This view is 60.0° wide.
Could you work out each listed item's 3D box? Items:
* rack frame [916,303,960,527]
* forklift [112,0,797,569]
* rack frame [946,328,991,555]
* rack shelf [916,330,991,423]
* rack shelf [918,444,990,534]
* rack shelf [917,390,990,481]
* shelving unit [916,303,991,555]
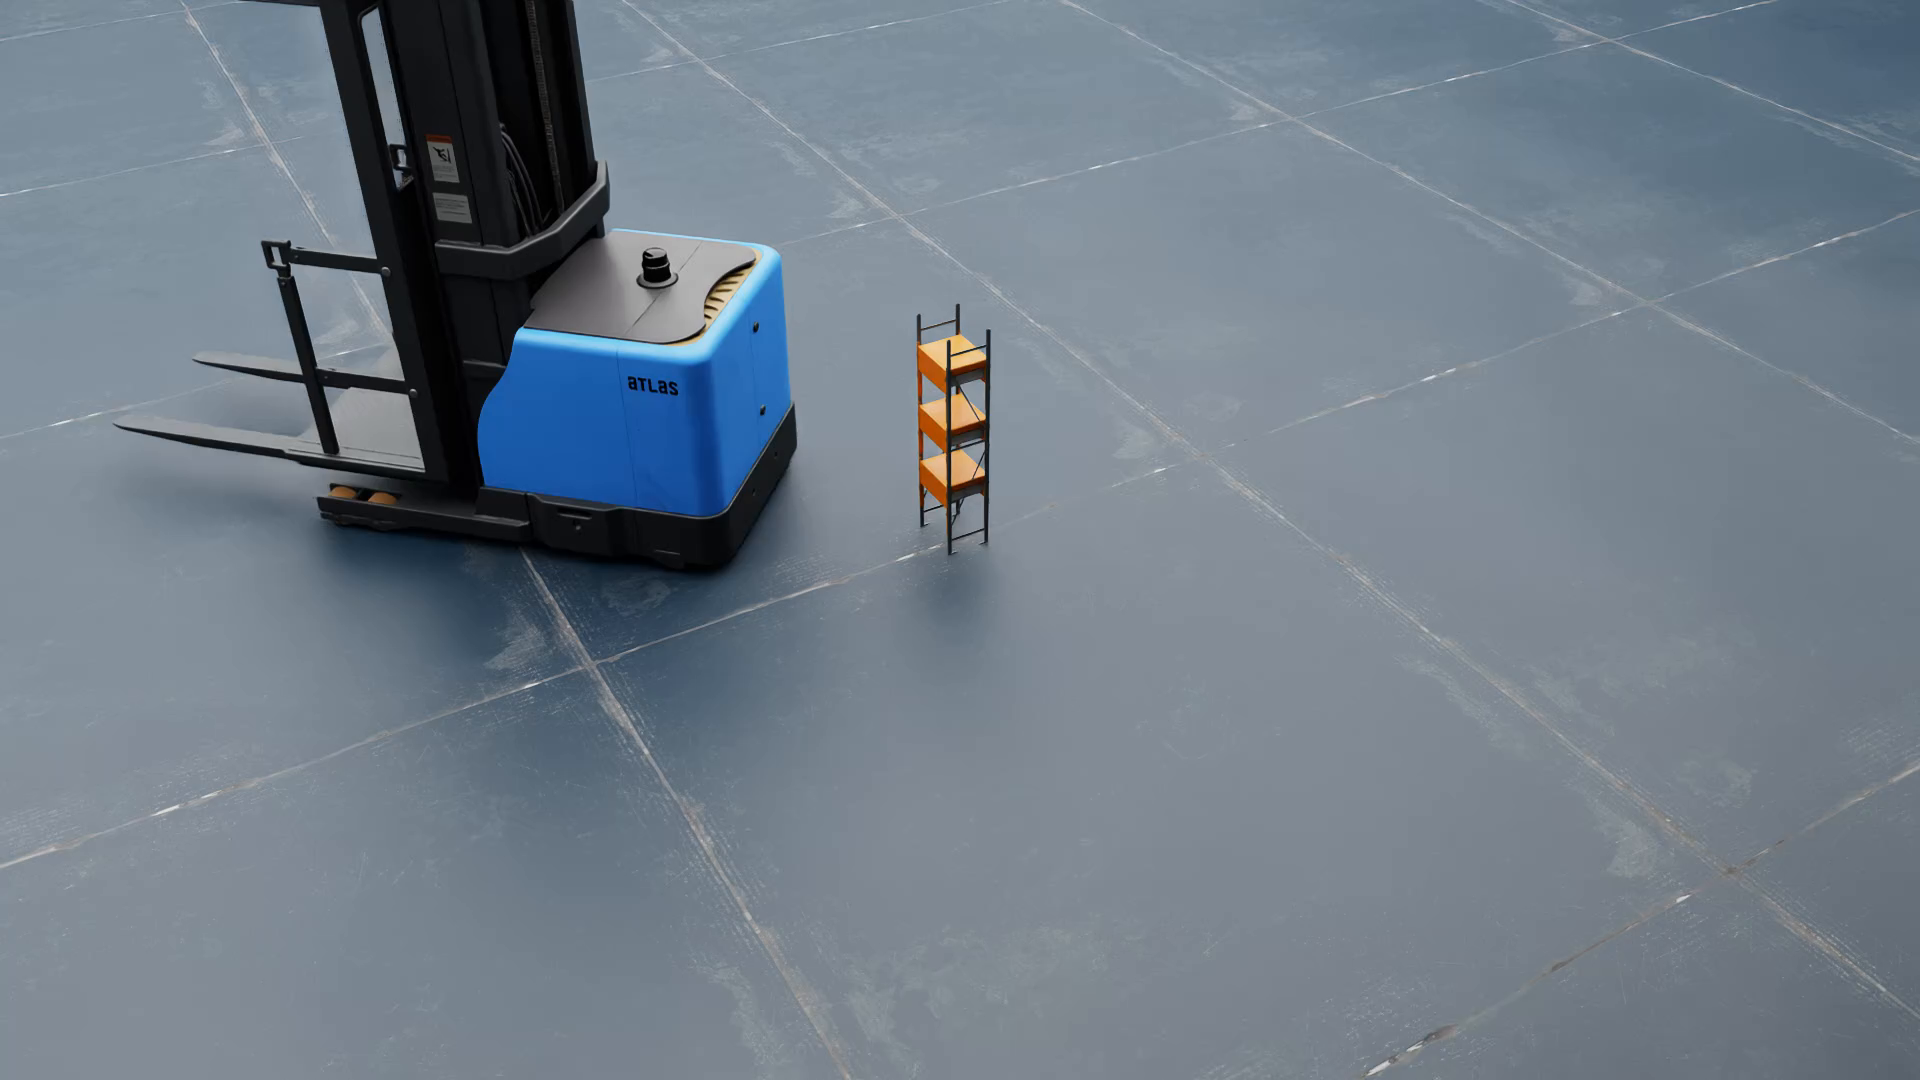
[{"bbox_3d":[-0.088,-0.513,7.063,0.200,1.050,0.008,-19,40,-24],"label":"rack frame"},{"bbox_3d":[-2.330,-1.517,6.842,3.031,2.935,1.130,8,37,11],"label":"forklift"},{"bbox_3d":[0.034,-0.389,6.893,0.200,1.050,0.008,-19,40,-24],"label":"rack frame"},{"bbox_3d":[-0.027,-0.672,6.817,0.215,0.259,0.240,-19,40,-24],"label":"rack shelf"},{"bbox_3d":[-0.027,-0.218,7.148,0.215,0.259,0.240,-19,40,-24],"label":"rack shelf"},{"bbox_3d":[-0.027,-0.443,6.984,0.215,0.259,0.240,-19,40,-24],"label":"rack shelf"},{"bbox_3d":[-0.027,-0.451,6.978,0.215,1.050,0.252,-19,40,-24],"label":"shelving unit"}]
